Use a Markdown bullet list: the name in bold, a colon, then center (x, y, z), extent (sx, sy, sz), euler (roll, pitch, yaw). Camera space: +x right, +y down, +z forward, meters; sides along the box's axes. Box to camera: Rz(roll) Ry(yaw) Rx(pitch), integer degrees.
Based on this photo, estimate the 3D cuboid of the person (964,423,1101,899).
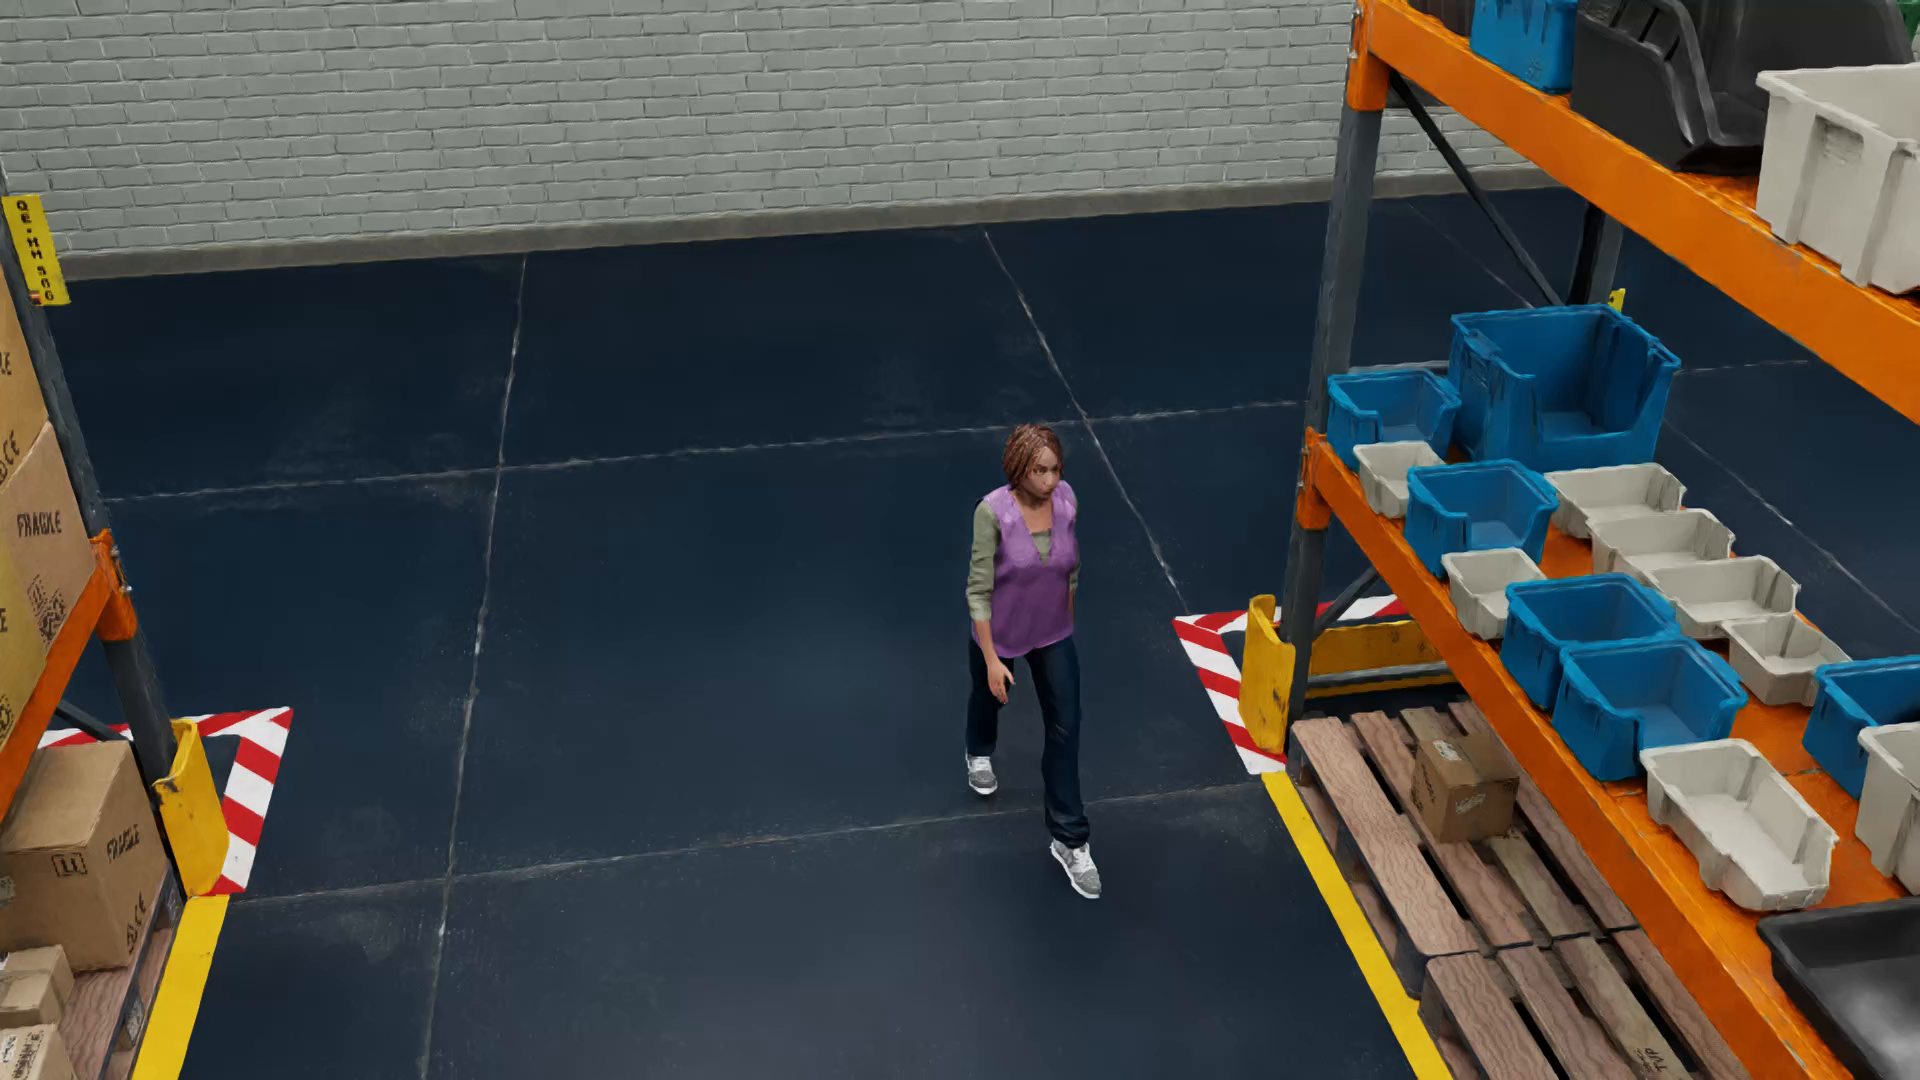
- **person**: center (0.240, 0.349, 5.559), extent (0.454, 1.571, 0.876), euler (-10, 33, -16)
